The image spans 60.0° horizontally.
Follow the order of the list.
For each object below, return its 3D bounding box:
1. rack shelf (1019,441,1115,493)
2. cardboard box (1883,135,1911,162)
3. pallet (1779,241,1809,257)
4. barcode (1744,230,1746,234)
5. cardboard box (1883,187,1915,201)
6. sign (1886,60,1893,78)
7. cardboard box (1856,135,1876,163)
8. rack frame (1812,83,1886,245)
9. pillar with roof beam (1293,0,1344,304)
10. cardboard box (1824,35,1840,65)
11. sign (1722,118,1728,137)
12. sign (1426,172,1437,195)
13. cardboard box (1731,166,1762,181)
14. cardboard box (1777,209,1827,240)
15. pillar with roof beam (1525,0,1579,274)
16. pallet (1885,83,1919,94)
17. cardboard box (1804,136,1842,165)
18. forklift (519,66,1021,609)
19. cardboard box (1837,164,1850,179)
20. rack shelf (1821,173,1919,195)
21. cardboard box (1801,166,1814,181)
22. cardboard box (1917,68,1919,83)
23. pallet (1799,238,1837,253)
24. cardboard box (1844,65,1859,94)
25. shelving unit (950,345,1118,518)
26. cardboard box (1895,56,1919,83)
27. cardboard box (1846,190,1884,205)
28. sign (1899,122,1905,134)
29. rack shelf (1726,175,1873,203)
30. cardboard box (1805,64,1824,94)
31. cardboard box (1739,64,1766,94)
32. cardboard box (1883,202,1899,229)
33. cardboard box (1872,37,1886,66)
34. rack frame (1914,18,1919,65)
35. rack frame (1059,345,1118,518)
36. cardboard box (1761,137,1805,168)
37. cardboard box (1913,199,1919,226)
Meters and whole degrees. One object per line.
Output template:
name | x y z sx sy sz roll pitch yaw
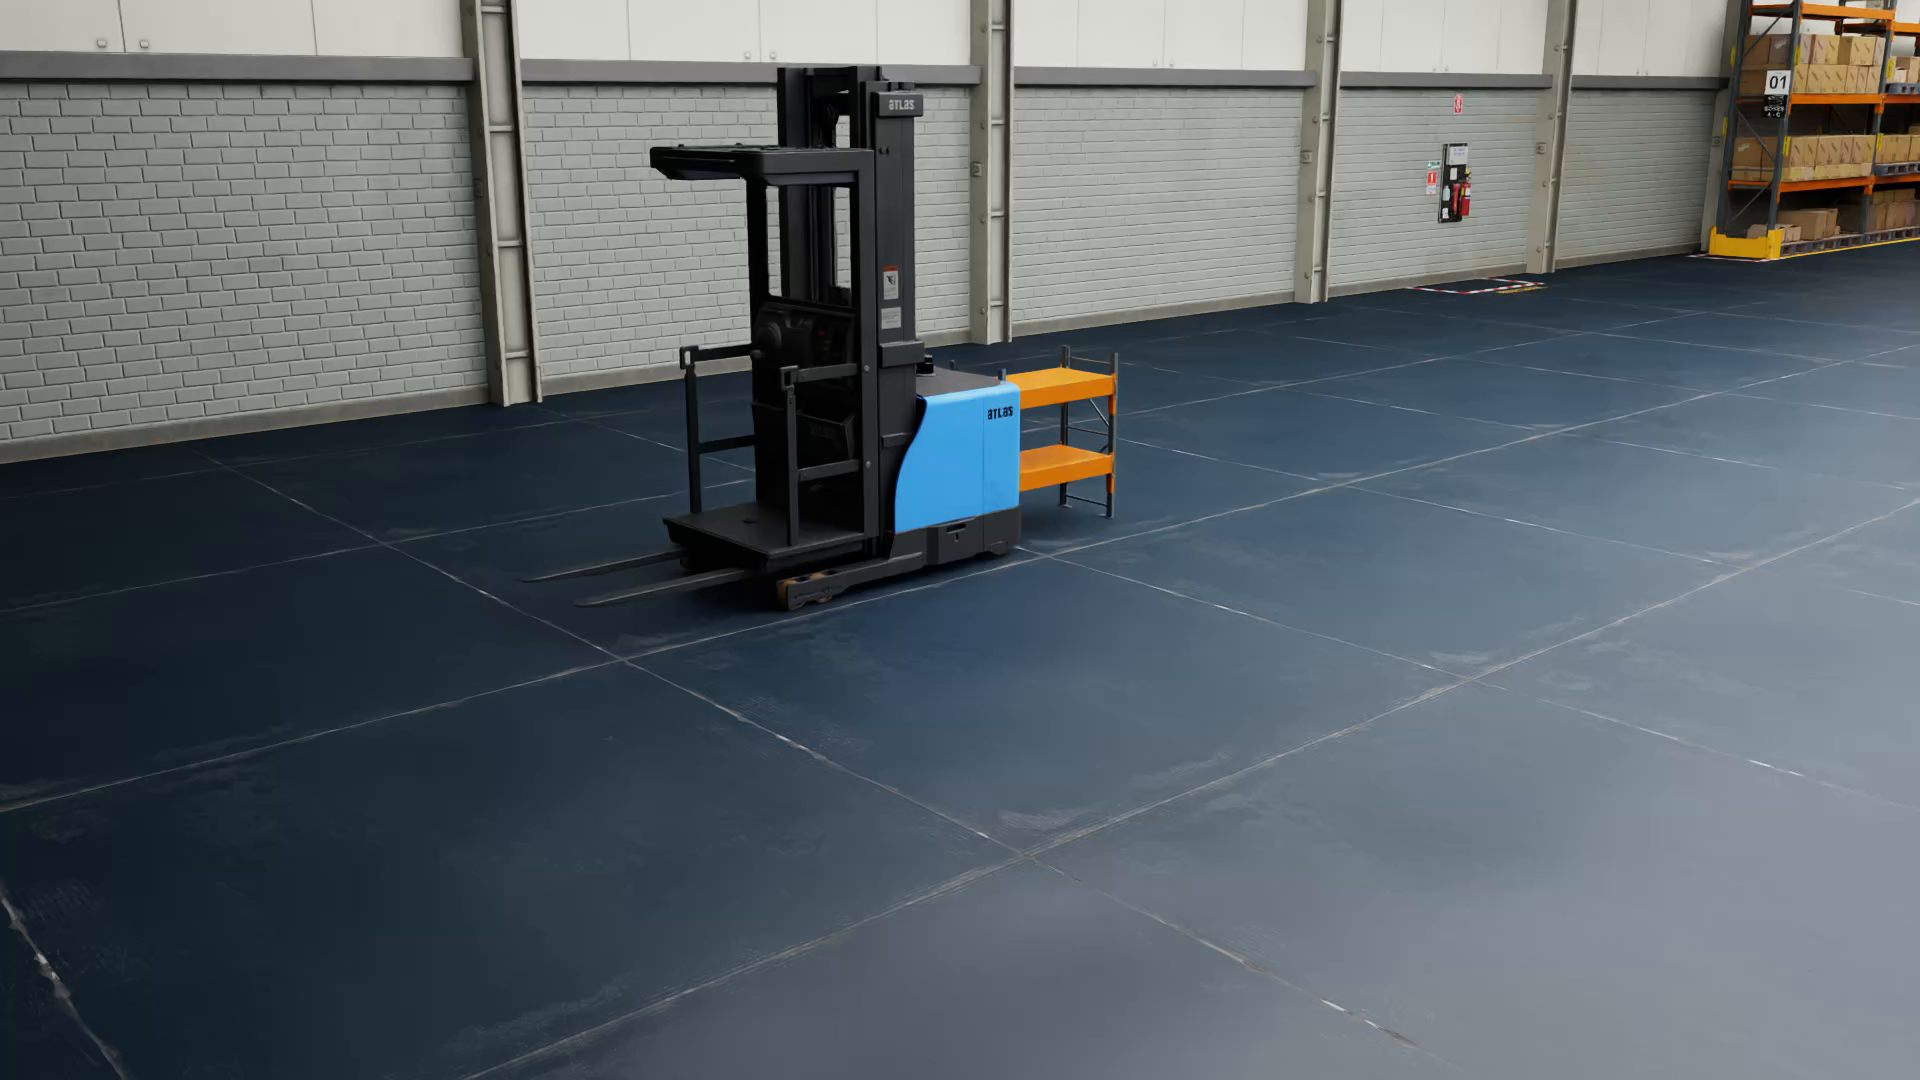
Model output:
rack shelf | 0.492 -0.419 11.087 1.000 0.278 0.538 -13 20 -40
cardboard box | 18.304 -7.753 32.917 0.500 0.500 0.700 -10 18 -32
pallet | 14.671 -5.321 30.260 1.213 0.211 1.003 -13 19 -39
barcode | 14.310 -5.623 30.328 0.075 0.075 0.001 -13 19 -39
cardboard box | 19.033 -7.030 33.795 0.500 0.250 0.500 -12 19 -38
sign | 17.357 -8.797 31.055 0.005 0.325 0.100 -13 19 -39
cardboard box | 16.842 -7.361 31.294 0.500 0.500 0.500 -13 20 -39
rack frame | 16.995 -7.202 31.900 0.127 3.000 1.000 -13 19 -39
pillar with roof beam | 7.711 -6.839 18.915 0.400 9.000 9.100 -13 19 -39
cardboard box | 15.219 -8.697 29.513 0.500 0.500 0.500 -12 19 -38
sign | 13.629 -7.348 29.590 0.005 0.325 0.100 -13 19 -39
sign | 7.038 -5.327 24.812 0.234 0.329 0.001 -13 19 -39
cardboard box | 14.203 -6.578 29.817 0.500 0.250 0.500 -12 19 -39
cardboard box | 15.575 -5.840 30.792 0.500 0.500 0.700 -14 21 -43
pillar with roof beam | 12.238 -7.855 22.720 0.400 9.000 9.100 -13 19 -39
pallet | 17.531 -8.644 31.851 1.003 0.211 1.213 -13 19 -39
cardboard box | 15.690 -7.104 30.332 0.500 0.500 0.500 -12 19 -38
forklift | -1.055 -1.180 9.487 3.031 2.935 1.130 -13 20 -40
cardboard box | 16.086 -6.829 30.755 0.500 0.250 0.500 -13 20 -40
rack shelf | 18.504 -7.193 33.261 4.000 0.370 1.077 -13 19 -39
cardboard box | 14.937 -6.573 29.797 0.500 0.250 0.500 -13 20 -41
cardboard box | 18.974 -9.187 33.279 0.637 0.503 0.797 -9 18 -32
pallet | 15.591 -5.526 31.030 1.213 0.211 1.003 -13 19 -39
cardboard box | 15.994 -8.391 30.306 0.500 0.500 0.500 -14 20 -41
shelving unit | 0.492 -0.655 11.024 1.048 1.125 0.538 -13 20 -40
cardboard box | 18.391 -9.188 32.516 0.500 0.500 0.500 -14 20 -41
cardboard box | 17.870 -6.772 32.829 0.500 0.250 0.500 -13 20 -41
sign | 19.646 -8.546 34.689 0.005 0.325 0.100 -13 19 -39
rack shelf | 15.487 -6.516 30.724 4.000 0.370 1.077 -13 19 -39
cardboard box | 14.823 -8.123 29.305 0.500 0.500 0.500 -11 19 -36
cardboard box | 14.126 -8.151 29.409 0.500 0.500 0.500 -11 18 -35
cardboard box | 18.308 -6.511 33.303 0.500 0.500 0.700 -12 19 -39
cardboard box | 16.795 -9.054 30.853 0.500 0.500 0.500 14 20 42
rack frame | 20.013 -10.778 33.662 0.127 3.000 1.000 -13 19 -39
rack frame | 0.874 -0.742 11.349 0.032 1.125 0.500 -13 20 -40
cardboard box | 14.535 -6.846 29.366 0.500 0.500 0.500 -13 19 -39
cardboard box | 19.504 -6.752 34.208 0.500 0.500 0.700 -12 19 -39
